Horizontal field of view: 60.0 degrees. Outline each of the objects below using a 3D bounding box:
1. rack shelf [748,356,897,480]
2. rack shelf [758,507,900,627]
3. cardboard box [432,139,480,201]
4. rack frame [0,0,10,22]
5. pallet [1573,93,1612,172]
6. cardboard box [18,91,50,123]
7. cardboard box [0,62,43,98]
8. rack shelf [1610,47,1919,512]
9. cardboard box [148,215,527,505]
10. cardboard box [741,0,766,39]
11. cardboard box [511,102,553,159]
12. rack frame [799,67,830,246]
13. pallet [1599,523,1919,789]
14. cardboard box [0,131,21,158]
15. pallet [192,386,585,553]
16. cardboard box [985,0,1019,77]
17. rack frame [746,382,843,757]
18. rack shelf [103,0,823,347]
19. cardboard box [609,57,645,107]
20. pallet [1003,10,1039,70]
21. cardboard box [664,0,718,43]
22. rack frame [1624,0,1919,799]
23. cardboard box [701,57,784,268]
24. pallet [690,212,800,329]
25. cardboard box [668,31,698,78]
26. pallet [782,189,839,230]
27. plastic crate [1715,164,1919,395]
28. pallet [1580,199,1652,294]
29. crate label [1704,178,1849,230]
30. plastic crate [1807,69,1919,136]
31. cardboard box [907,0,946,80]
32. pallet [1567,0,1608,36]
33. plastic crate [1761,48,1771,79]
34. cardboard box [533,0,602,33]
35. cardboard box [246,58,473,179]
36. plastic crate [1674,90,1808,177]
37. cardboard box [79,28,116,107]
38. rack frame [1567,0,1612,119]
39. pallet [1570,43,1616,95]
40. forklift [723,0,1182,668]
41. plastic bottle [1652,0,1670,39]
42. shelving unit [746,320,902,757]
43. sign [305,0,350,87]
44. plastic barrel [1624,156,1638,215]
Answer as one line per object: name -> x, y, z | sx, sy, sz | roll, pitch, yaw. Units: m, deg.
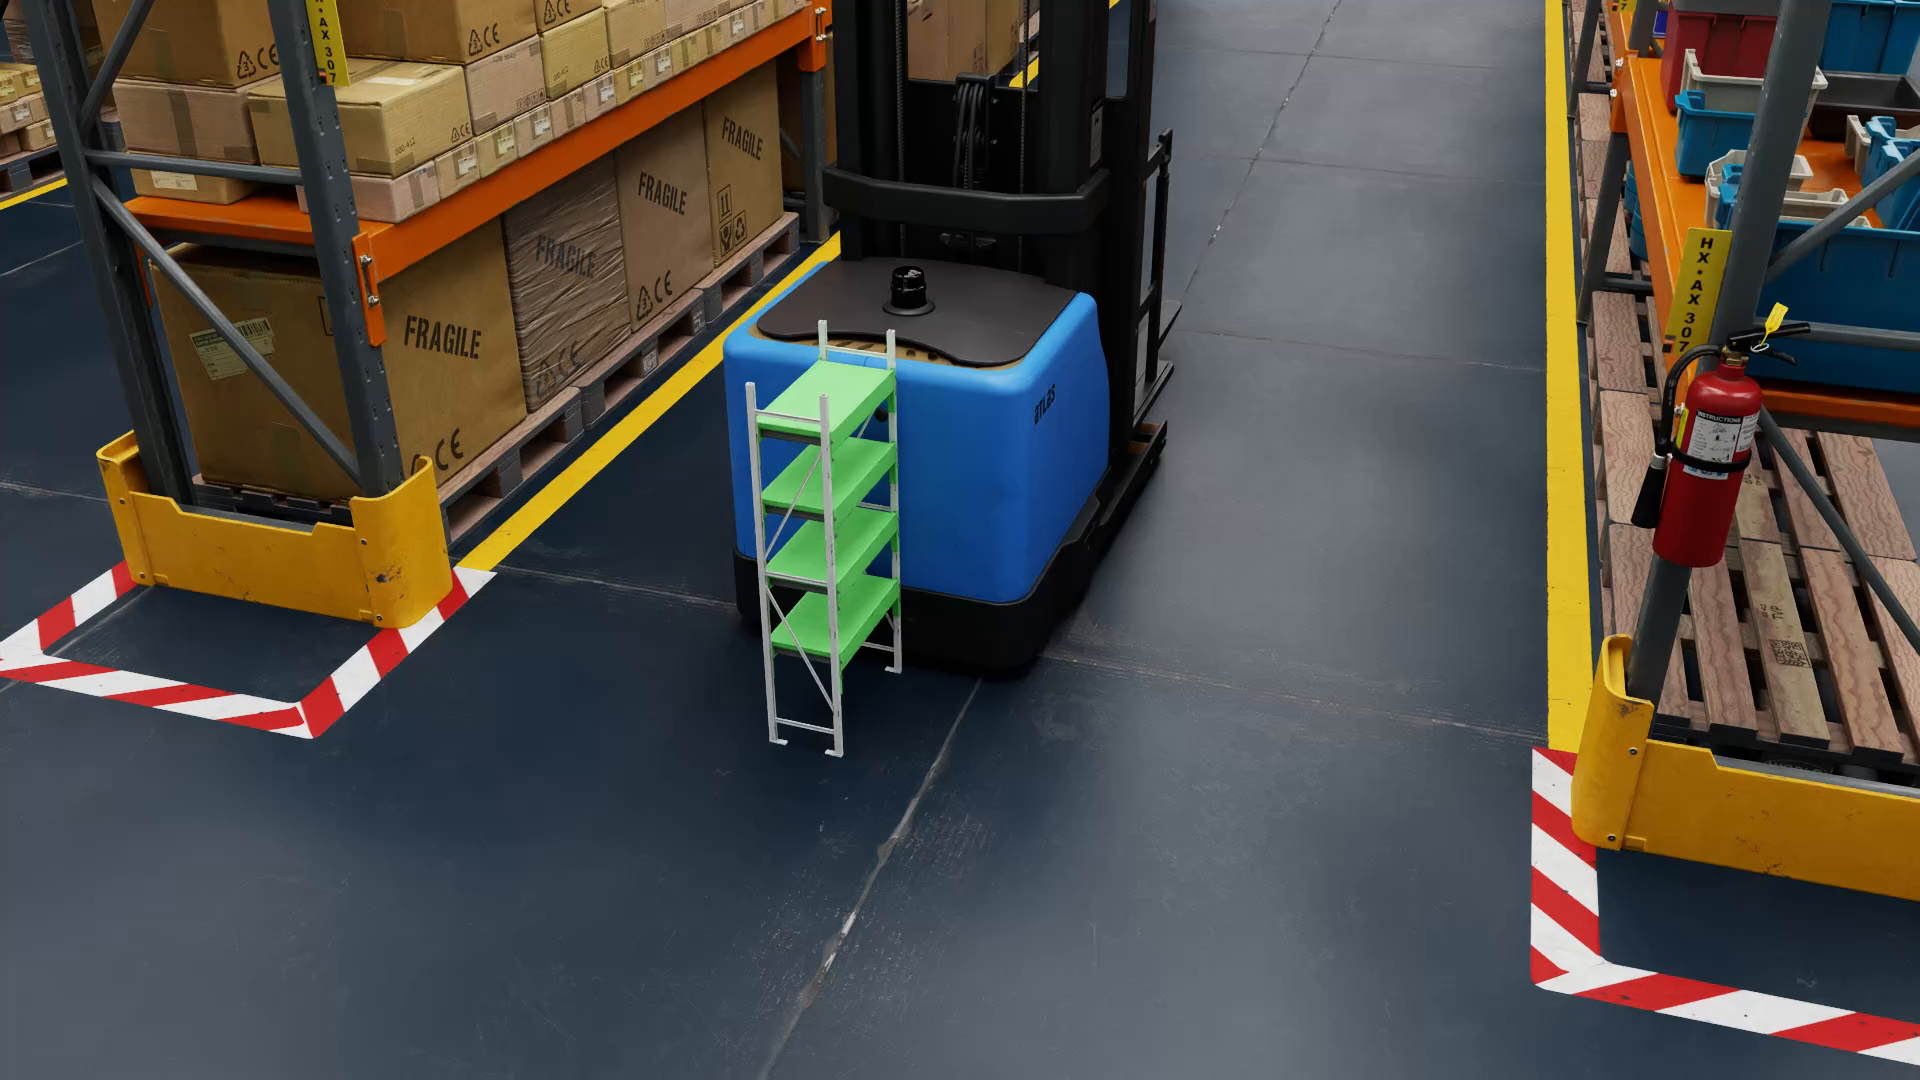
rack shelf -> -0.389, -0.361, 4.808 | 0.258, 0.148, 0.480 | 10, 31, 17
rack shelf -> -0.389, 0.059, 5.042 | 0.258, 0.148, 0.480 | 10, 31, 17
cardboard box -> -1.901, -1.298, 5.756 | 0.380, 0.149, 0.250 | 8, 30, 14
rack frame -> -5.933, -3.784, 9.967 | 1.000, 3.000, 0.127 | 8, 30, 15
pallet -> 4.496, -2.591, 10.690 | 1.003, 0.211, 1.213 | 8, 30, 15
cardboard box -> -5.721, -2.660, 10.141 | 0.380, 0.149, 0.250 | 9, 30, 16
cardboard box -> -5.788, -2.779, 10.049 | 0.380, 0.149, 0.250 | 9, 30, 16
rack shelf -> 2.927, -1.079, 5.844 | 1.077, 0.370, 4.000 | 8, 30, 15
cardboard box -> -2.284, -0.734, 6.238 | 0.875, 0.875, 0.875 | 8, 30, 15
cardboard box -> -1.148, -2.492, 7.903 | 0.380, 0.149, 0.250 | 8, 30, 14
cardboard box -> -1.751, -1.538, 6.188 | 0.380, 0.149, 0.250 | 8, 30, 14
rack frame -> -1.221, -3.029, 8.610 | 1.000, 3.000, 0.127 | 8, 30, 15
pallet -> 2.619, 0.377, 5.355 | 1.003, 0.211, 1.213 | 8, 30, 15
cardboard box -> -5.878, -2.382, 9.947 | 0.380, 0.149, 0.250 | 9, 30, 16
pallet -> -2.235, -0.335, 6.634 | 1.003, 0.211, 1.213 | 8, 30, 15
cardboard box -> -0.269, -3.826, 11.795 | 1.225, 0.875, 0.875 | 7, 30, 13
rack frame -> -0.471, 0.115, 4.810 | 0.240, 1.200, 0.015 | 10, 31, 17
rack shelf -> -1.808, -1.786, 7.114 | 1.077, 0.370, 4.000 | 8, 30, 15
cardboard box -> -1.525, -1.894, 6.827 | 0.380, 0.149, 0.250 | 8, 30, 14
pallet -> 0.184, -4.033, 13.282 | 1.003, 0.211, 1.213 | 8, 30, 15
cardboard box -> -1.399, -2.373, 7.279 | 0.500, 0.250, 0.500 | 9, 30, 16
rack frame -> 2.340, -0.464, 3.998 | 1.000, 3.000, 0.127 | 8, 30, 15
cardboard box -> -1.491, -1.989, 8.494 | 0.875, 0.875, 0.875 | 8, 30, 15
pallet -> -1.519, -1.469, 8.673 | 1.003, 0.211, 1.213 | 8, 30, 15
cardboard box -> -1.374, -2.134, 7.259 | 0.380, 0.149, 0.250 | 8, 30, 14
pallet -> -1.066, -2.180, 9.952 | 1.003, 0.211, 1.213 | 8, 30, 15
plastic crate -> 2.259, -0.688, 4.302 | 0.616, 0.435, 0.499 | 8, 30, 15
pallet -> 3.780, -1.457, 8.651 | 1.003, 0.211, 1.213 | 8, 30, 15
crate label -> 2.563, -1.045, 5.253 | 0.396, 0.136, 0.243 | 8, 30, 15
plastic crate -> 3.442, -1.670, 6.388 | 0.437, 0.125, 0.590 | 8, 30, 15
cardboard box -> -0.791, -3.000, 10.311 | 1.225, 0.875, 0.875 | 7, 30, 13
pallet -> 5.669, -4.451, 14.035 | 1.003, 0.211, 1.213 | 8, 30, 15
plastic crate -> 3.241, -2.038, 7.037 | 0.396, 0.136, 0.243 | 8, 30, 15
cardboard box -> -1.703, -2.221, 6.234 | 0.500, 0.500, 0.500 | 8, 30, 14
cardboard box -> -1.996, -1.419, 5.564 | 0.500, 0.250, 0.500 | 8, 30, 14
plastic crate -> 2.697, -1.408, 5.805 | 0.416, 0.233, 0.300 | 8, 30, 15
cardboard box -> -5.462, -3.181, 11.022 | 0.500, 0.500, 0.500 | 10, 31, 17
rack frame -> 4.688, -4.181, 10.681 | 1.000, 3.000, 0.127 | 8, 30, 15
pallet -> 4.952, -3.317, 11.996 | 1.003, 0.211, 1.213 | 8, 30, 15
forklift -> 0.211, -1.569, 6.055 | 1.130, 2.935, 3.031 | 10, 31, 17
plastic bottle -> 3.321, -2.498, 7.782 | 0.152, 0.276, 0.135 | 8, 30, 15
shelving unit -> -0.389, 0.003, 5.011 | 0.258, 1.200, 0.503 | 10, 31, 17
sign -> -1.866, -1.501, 4.891 | 0.100, 0.325, 0.005 | 8, 30, 15
plastic barrel -> 3.898, -2.169, 8.789 | 0.600, 0.901, 0.708 | 8, 30, 15
